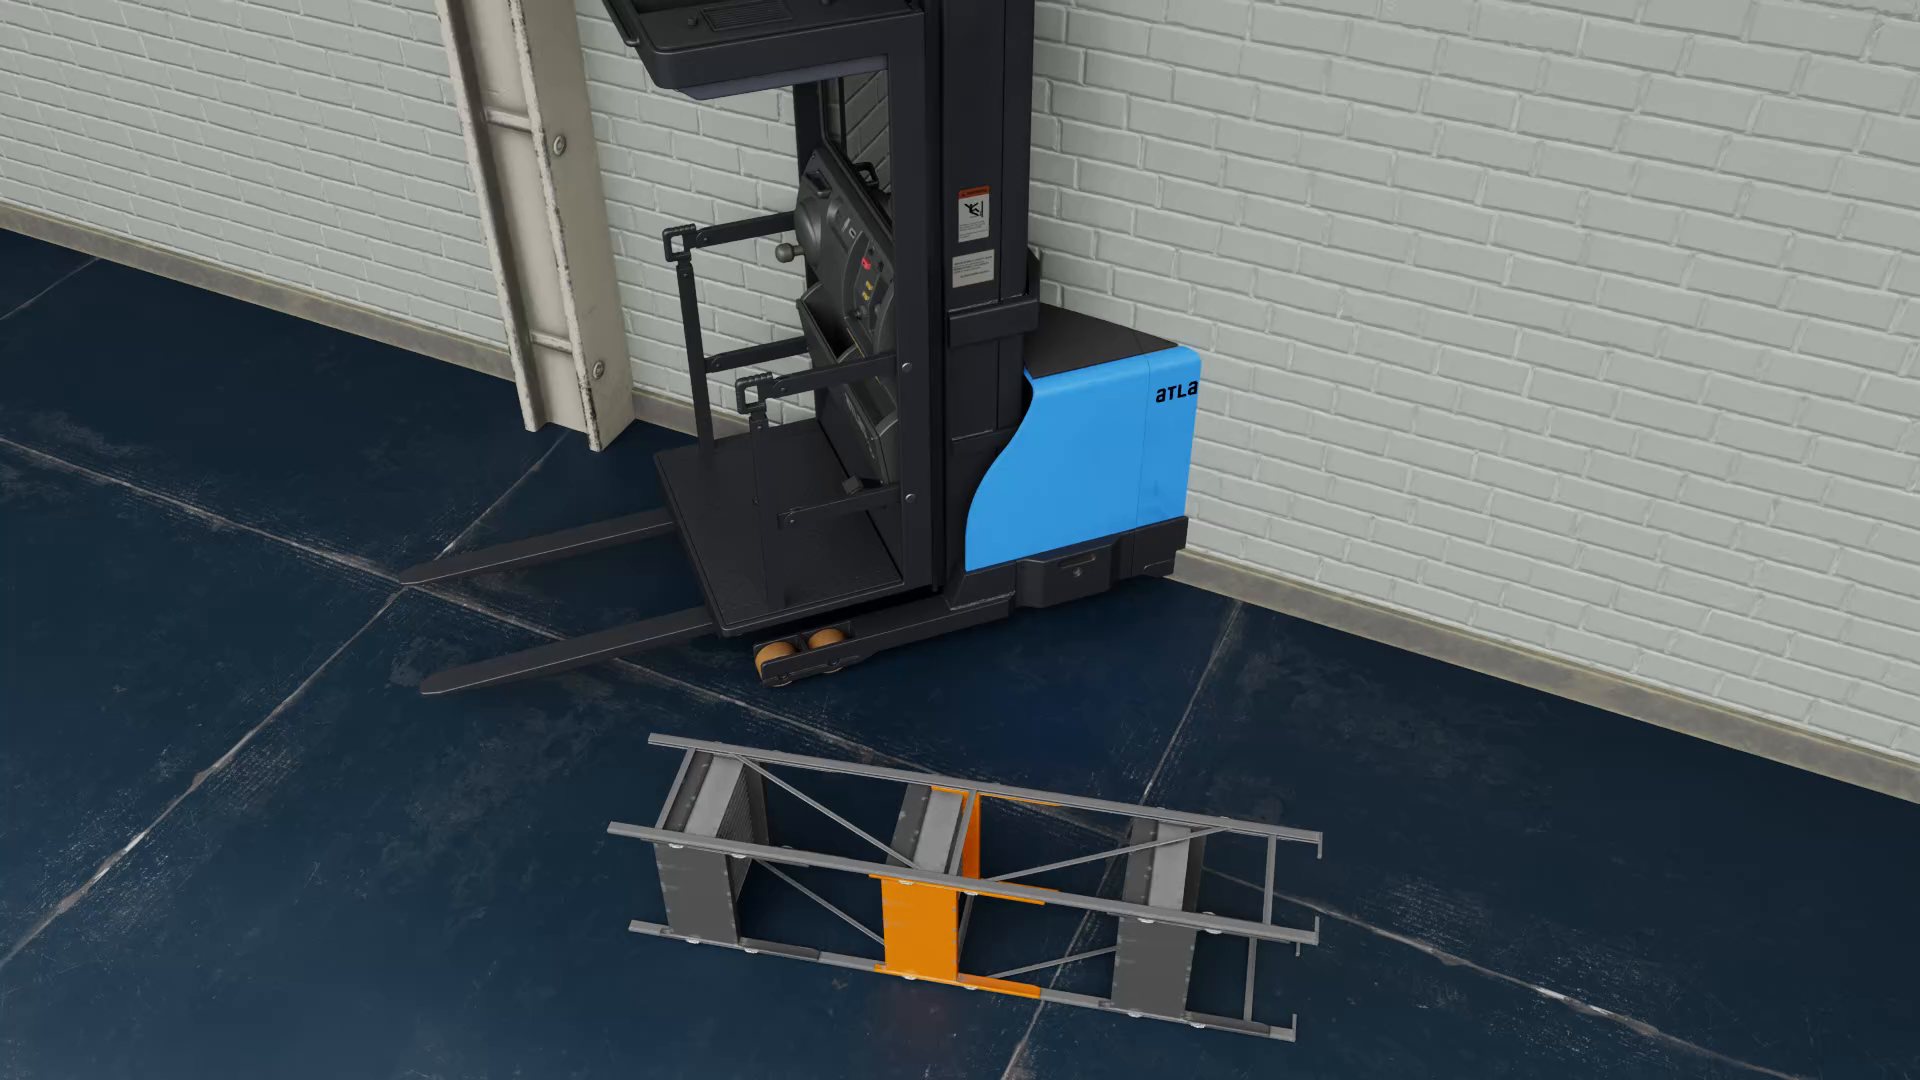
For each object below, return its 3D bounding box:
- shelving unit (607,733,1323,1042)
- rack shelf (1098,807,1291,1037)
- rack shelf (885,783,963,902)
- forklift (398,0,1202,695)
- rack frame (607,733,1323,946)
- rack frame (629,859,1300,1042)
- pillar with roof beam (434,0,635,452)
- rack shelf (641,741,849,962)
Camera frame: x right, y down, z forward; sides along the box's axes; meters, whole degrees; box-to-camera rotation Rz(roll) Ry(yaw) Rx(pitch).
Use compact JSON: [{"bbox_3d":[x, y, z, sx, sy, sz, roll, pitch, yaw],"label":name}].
[{"bbox_3d":[0.014,1.060,5.133,2.100,0.503,0.431,7,41,8],"label":"shelving unit"},{"bbox_3d":[0.715,1.149,5.030,0.518,0.480,0.431,7,41,8],"label":"rack shelf"},{"bbox_3d":[-0.107,1.044,5.151,0.174,0.457,0.368,7,41,8],"label":"rack shelf"},{"bbox_3d":[-0.583,-0.961,5.621,3.031,2.935,1.130,-14,43,-16],"label":"forklift"},{"bbox_3d":[0.014,0.875,4.973,2.100,0.015,0.400,7,41,8],"label":"rack frame"},{"bbox_3d":[0.014,1.244,5.293,2.100,0.015,0.400,7,41,8],"label":"rack frame"},{"bbox_3d":[-3.491,-1.371,1.461,0.400,9.000,9.100,17,44,19],"label":"pillar with roof beam"},{"bbox_3d":[-0.660,0.974,5.232,0.518,0.480,0.431,7,41,8],"label":"rack shelf"}]
